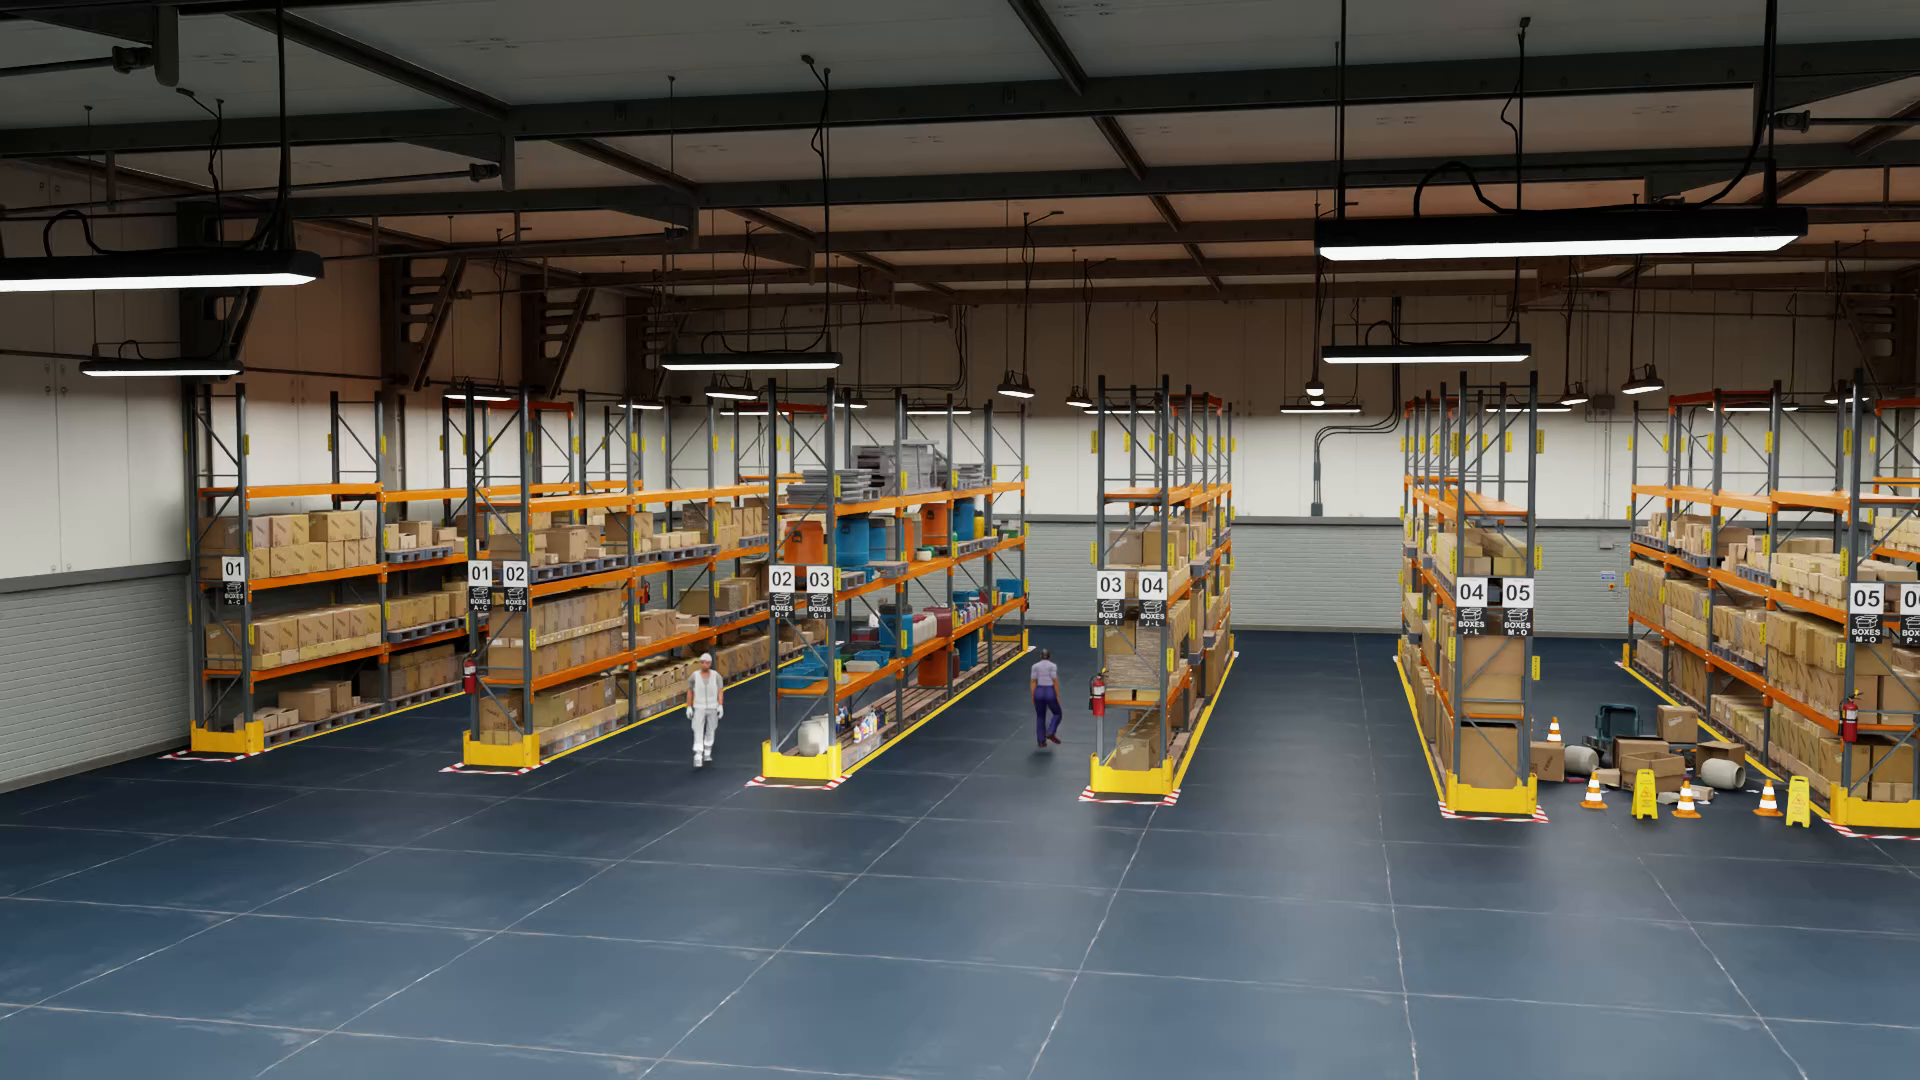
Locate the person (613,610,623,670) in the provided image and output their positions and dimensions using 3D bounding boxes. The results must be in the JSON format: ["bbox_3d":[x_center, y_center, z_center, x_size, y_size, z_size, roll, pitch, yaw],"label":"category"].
[{"bbox_3d":[-7.029,2.181,34.102,0.562,1.708,0.974,0,3,3],"label":"person"}]

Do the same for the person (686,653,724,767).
[{"bbox_3d":[-3.942,2.626,25.813,0.562,1.729,1.040,-1,3,-17],"label":"person"}]

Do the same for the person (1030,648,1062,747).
[{"bbox_3d":[1.423,2.603,27.540,0.538,1.638,0.462,1,3,20],"label":"person"}]

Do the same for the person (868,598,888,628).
[{"bbox_3d":[-1.664,1.996,34.574,0.566,1.560,0.766,0,3,4],"label":"person"}]
